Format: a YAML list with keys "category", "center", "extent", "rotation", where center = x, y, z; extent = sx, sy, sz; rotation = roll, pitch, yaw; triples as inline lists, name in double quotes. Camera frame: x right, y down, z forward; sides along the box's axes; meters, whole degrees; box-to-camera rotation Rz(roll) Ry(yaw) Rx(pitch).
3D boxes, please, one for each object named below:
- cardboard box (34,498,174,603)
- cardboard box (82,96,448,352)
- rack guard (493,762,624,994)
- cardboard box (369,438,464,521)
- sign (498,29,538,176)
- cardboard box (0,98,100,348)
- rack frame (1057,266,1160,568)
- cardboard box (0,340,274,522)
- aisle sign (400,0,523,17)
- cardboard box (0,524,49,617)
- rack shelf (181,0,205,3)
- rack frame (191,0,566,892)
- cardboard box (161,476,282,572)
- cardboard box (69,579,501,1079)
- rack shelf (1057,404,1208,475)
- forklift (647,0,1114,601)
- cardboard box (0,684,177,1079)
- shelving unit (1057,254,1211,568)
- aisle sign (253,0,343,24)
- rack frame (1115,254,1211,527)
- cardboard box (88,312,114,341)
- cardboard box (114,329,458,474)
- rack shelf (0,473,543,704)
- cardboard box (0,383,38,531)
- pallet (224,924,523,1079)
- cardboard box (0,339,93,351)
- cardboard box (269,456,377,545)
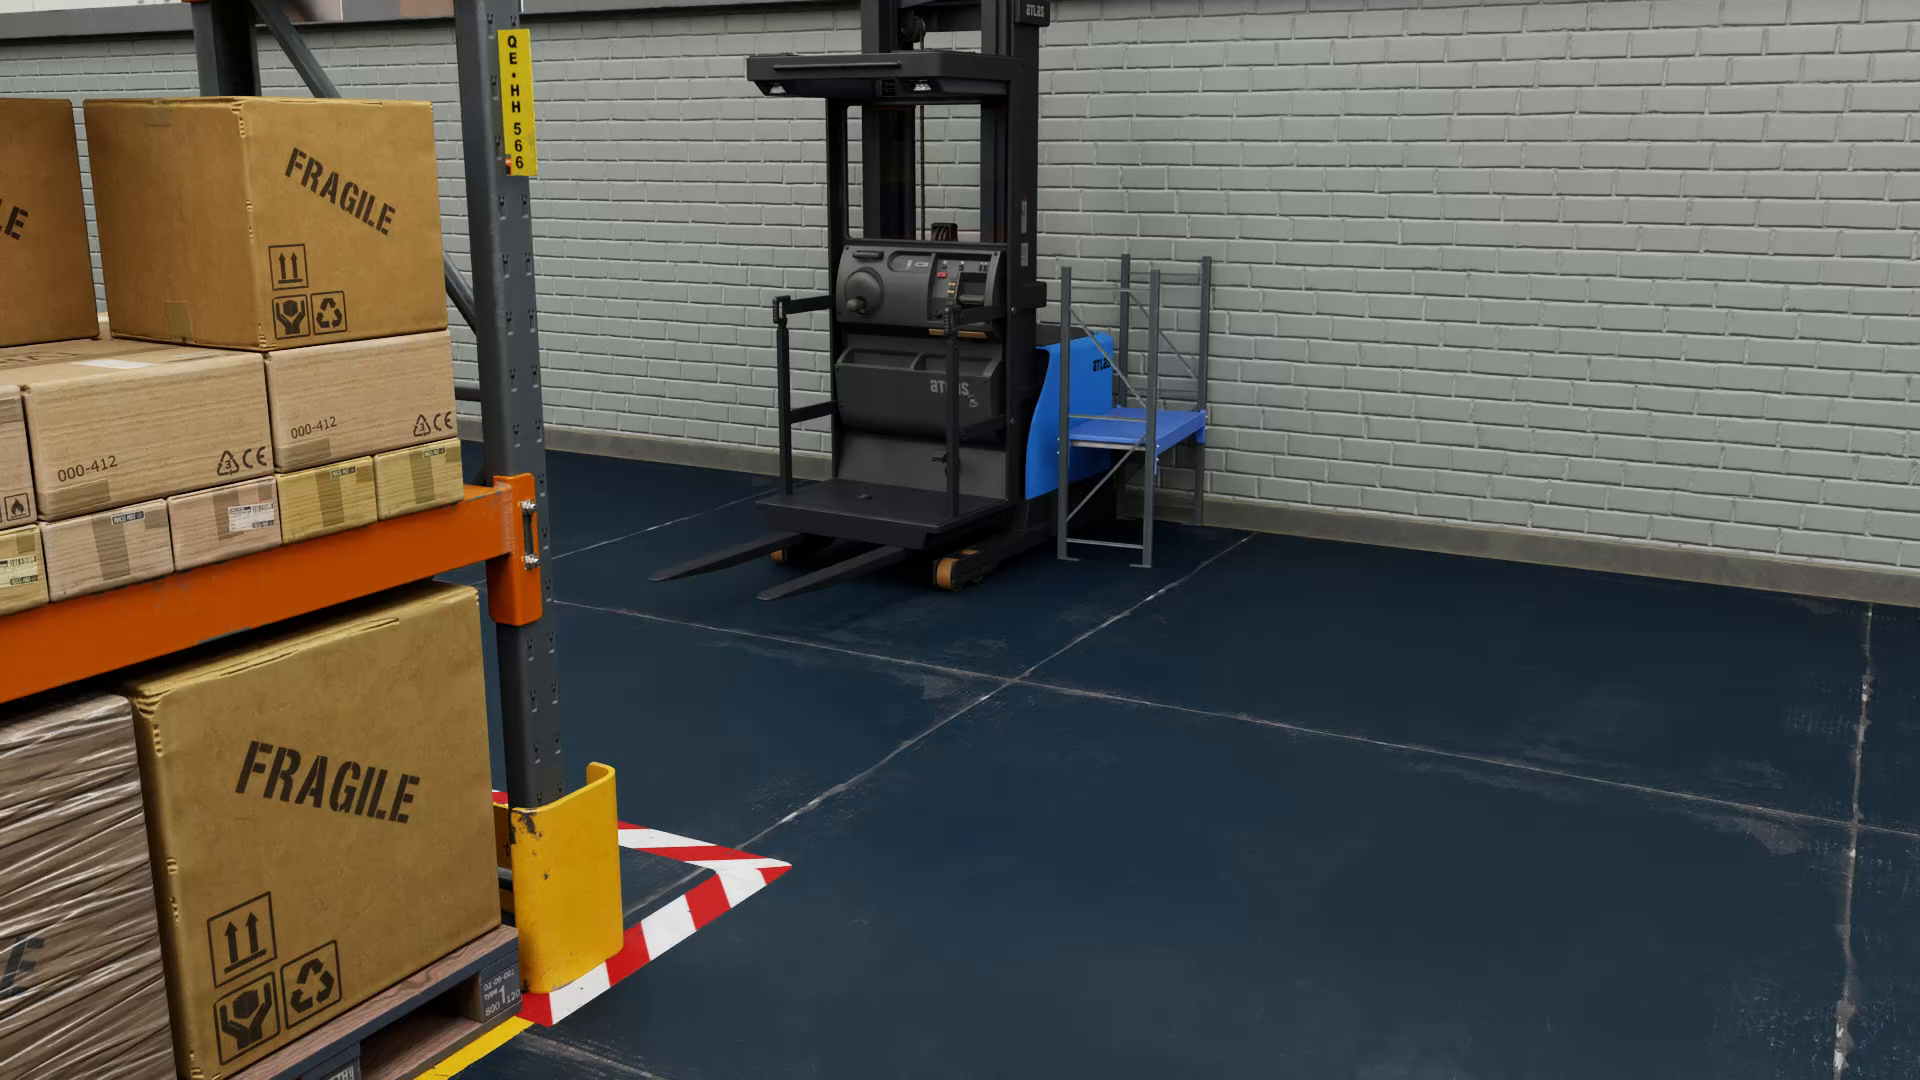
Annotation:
- category: "cardboard box"
  center: [-1.742, -0.004, 3.186]
  extent: [0.380, 0.149, 0.250]
  rotation: [8, 16, 29]
- category: "cardboard box"
  center: [-1.495, -0.699, 3.619]
  extent: [0.500, 0.500, 0.500]
  rotation: [8, 16, 29]
- category: "rack guard"
  center: [-1.478, 0.818, 4.576]
  extent: [1.175, 0.500, 0.348]
  rotation: [7, 15, 28]
- category: "cardboard box"
  center: [-1.374, -0.160, 3.834]
  extent: [0.380, 0.149, 0.250]
  rotation: [8, 16, 29]
- category: "sign"
  center: [-1.022, -1.006, 3.832]
  extent: [0.100, 0.325, 0.005]
  rotation: [7, 15, 28]
- category: "cardboard box"
  center: [-2.200, -0.658, 3.450]
  extent: [0.500, 0.500, 0.500]
  rotation: [7, 15, 27]
- category: "rack frame"
  center: [0.741, -0.610, 8.365]
  extent: [0.500, 1.500, 0.032]
  rotation: [6, 15, 22]
- category: "cardboard box"
  center: [-1.738, -0.231, 3.277]
  extent: [0.500, 0.250, 0.500]
  rotation: [7, 15, 27]
- category: "aisle sign"
  center: [-1.192, -1.637, 3.878]
  extent: [0.394, 0.787, 0.004]
  rotation: [7, 15, 28]
- category: "cardboard box"
  center: [-1.866, 0.049, 2.964]
  extent: [0.380, 0.149, 0.250]
  rotation: [7, 15, 27]
- category: "rack shelf"
  center: [-2.457, -1.091, 2.293]
  extent: [1.077, 0.370, 4.000]
  rotation: [7, 15, 28]
- category: "rack frame"
  center: [-1.490, -0.393, 4.262]
  extent: [1.000, 3.000, 0.127]
  rotation: [7, 15, 28]
- category: "cardboard box"
  center: [-1.621, -0.055, 3.398]
  extent: [0.380, 0.149, 0.250]
  rotation: [7, 15, 28]
- category: "cardboard box"
  center: [-1.729, 0.576, 3.880]
  extent: [0.875, 0.875, 0.875]
  rotation: [7, 15, 28]
- category: "rack shelf"
  center: [0.934, -0.546, 8.864]
  extent: [0.538, 0.185, 1.000]
  rotation: [6, 15, 22]
- category: "forklift"
  center: [-0.322, -1.299, 8.169]
  extent: [1.130, 2.935, 3.031]
  rotation: [8, 16, 30]
- category: "cardboard box"
  center: [-2.169, 0.763, 3.105]
  extent: [0.875, 0.875, 0.875]
  rotation: [7, 15, 28]
- category: "shelving unit"
  center: [0.934, -0.720, 8.822]
  extent: [0.538, 1.500, 1.048]
  rotation: [6, 15, 22]
- category: "aisle sign"
  center: [-1.718, -1.705, 4.160]
  extent: [0.394, 0.787, 0.004]
  rotation: [7, 15, 28]
- category: "rack frame"
  center: [1.128, -0.831, 9.279]
  extent: [0.500, 1.500, 0.032]
  rotation: [6, 15, 22]
- category: "cardboard box"
  center: [-1.958, -0.397, 3.963]
  extent: [0.500, 0.250, 0.500]
  rotation: [7, 15, 27]
- category: "cardboard box"
  center: [-1.492, -0.335, 3.708]
  extent: [0.500, 0.250, 0.500]
  rotation: [7, 15, 27]
- category: "rack shelf"
  center: [-2.457, 0.367, 2.645]
  extent: [1.077, 0.370, 4.000]
  rotation: [7, 15, 28]
- category: "cardboard box"
  center: [-1.983, -0.126, 2.843]
  extent: [0.500, 0.250, 0.500]
  rotation: [7, 15, 26]
- category: "pallet"
  center: [-1.808, 1.136, 3.872]
  extent: [1.003, 0.211, 1.213]
  rotation: [7, 15, 28]
- category: "cardboard box"
  center: [-2.204, -0.289, 3.518]
  extent: [0.500, 0.250, 0.500]
  rotation: [7, 15, 27]
- category: "cardboard box"
  center: [-1.498, -0.107, 3.612]
  extent: [0.380, 0.149, 0.250]
  rotation: [8, 15, 29]
